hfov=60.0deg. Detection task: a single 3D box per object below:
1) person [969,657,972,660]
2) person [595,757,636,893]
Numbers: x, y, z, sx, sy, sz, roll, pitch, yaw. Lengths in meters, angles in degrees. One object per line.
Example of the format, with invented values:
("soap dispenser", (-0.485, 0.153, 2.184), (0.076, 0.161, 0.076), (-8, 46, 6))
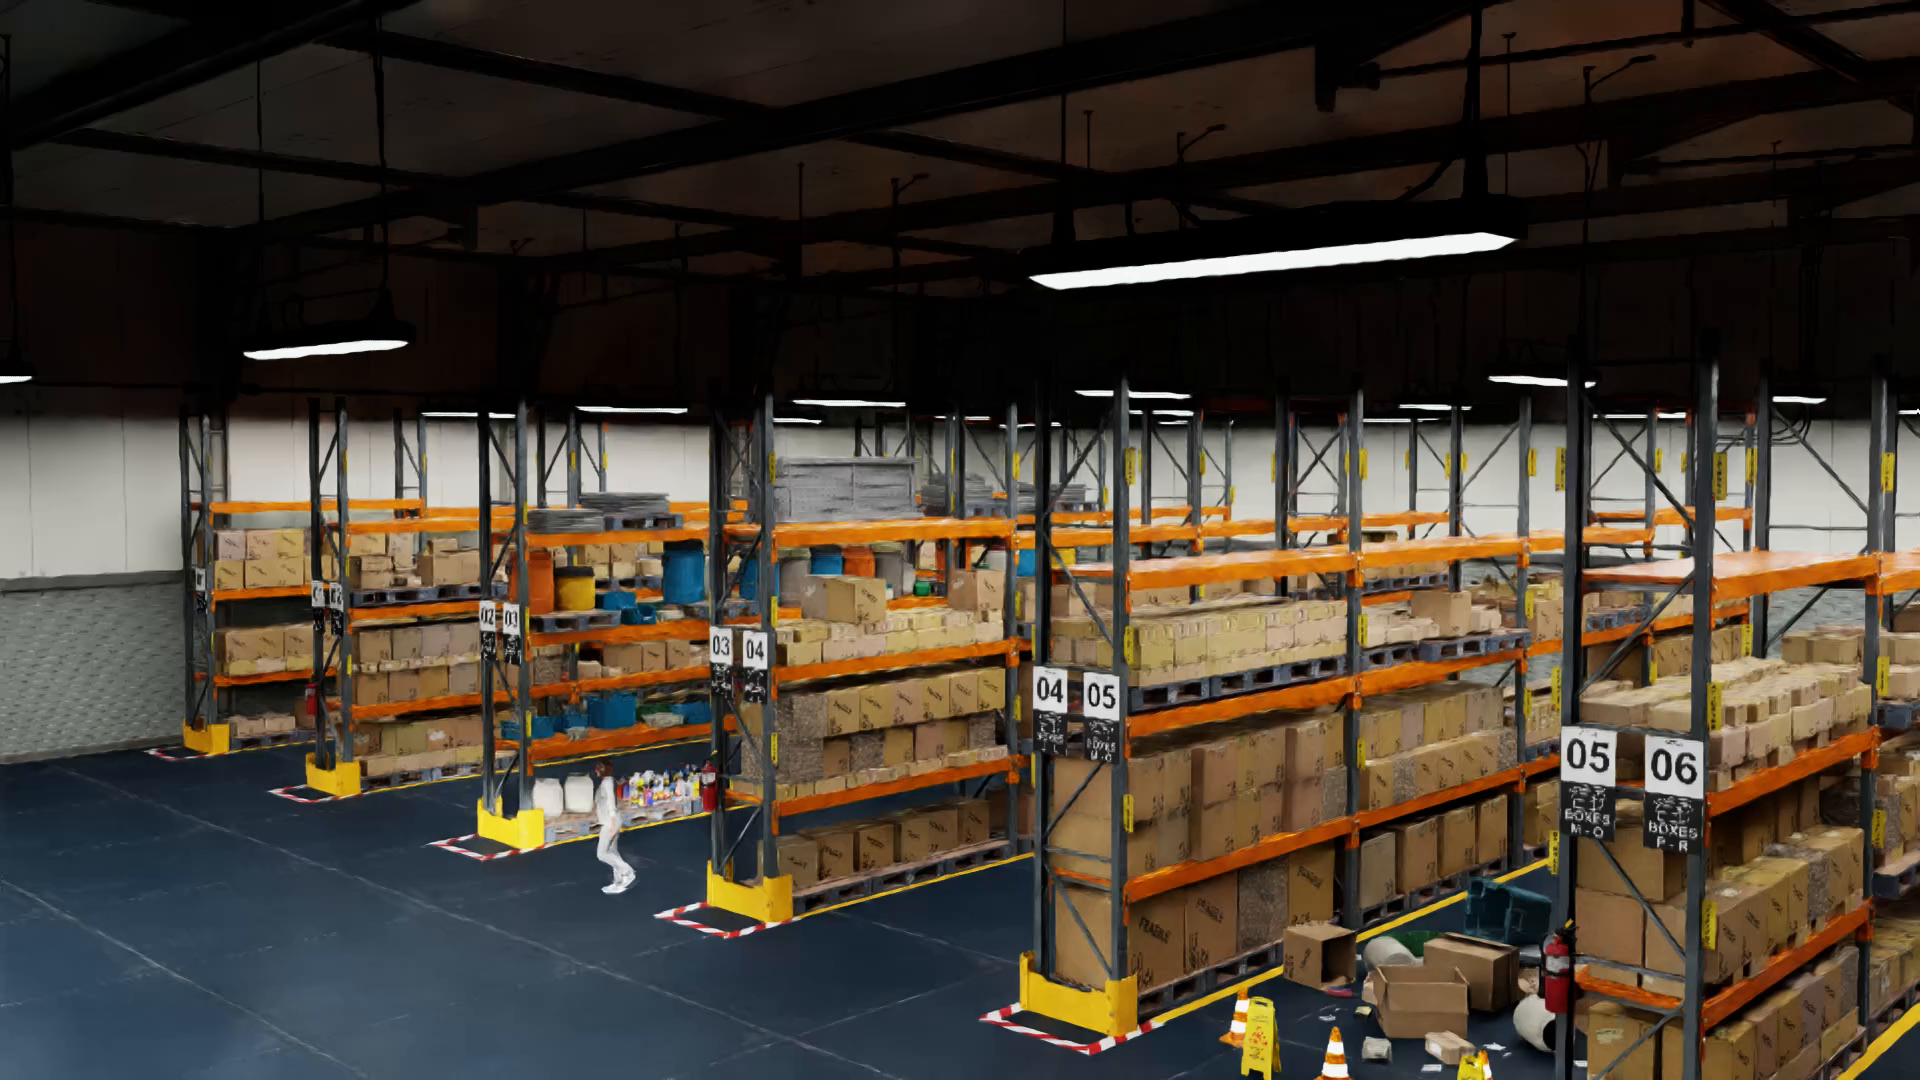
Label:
("person", (0.088, 2.328, 38.010), (0.562, 1.662, 0.523), (-1, 3, -17))
("person", (-4.037, 3.343, 19.491), (0.476, 1.590, 0.475), (0, 3, -6))
